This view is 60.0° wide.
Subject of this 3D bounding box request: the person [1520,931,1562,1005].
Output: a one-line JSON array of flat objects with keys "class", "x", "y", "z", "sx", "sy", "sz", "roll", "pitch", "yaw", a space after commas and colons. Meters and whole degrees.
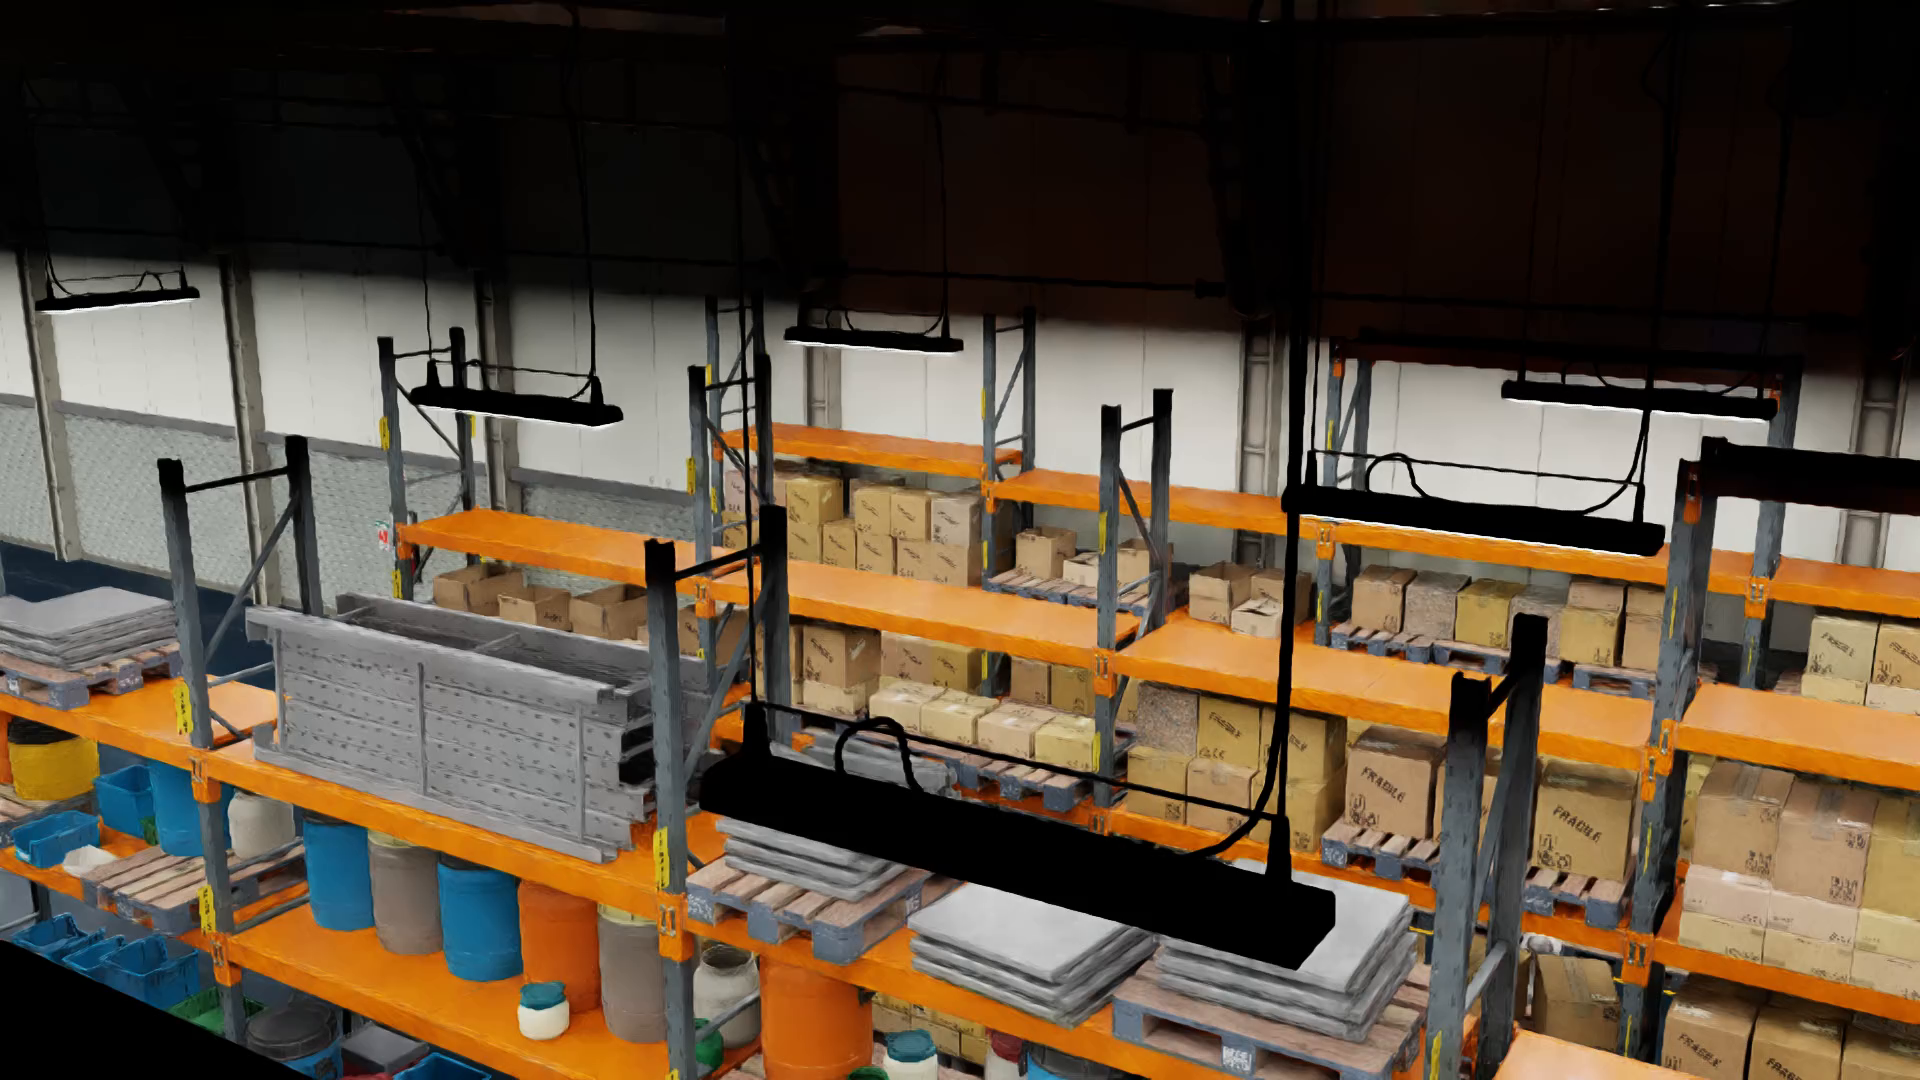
[{"class": "person", "x": 4.928, "y": 3.802, "z": 14.247, "sx": 1.111, "sy": 1.698, "sz": 0.566, "roll": 9, "pitch": 16, "yaw": 33}]
